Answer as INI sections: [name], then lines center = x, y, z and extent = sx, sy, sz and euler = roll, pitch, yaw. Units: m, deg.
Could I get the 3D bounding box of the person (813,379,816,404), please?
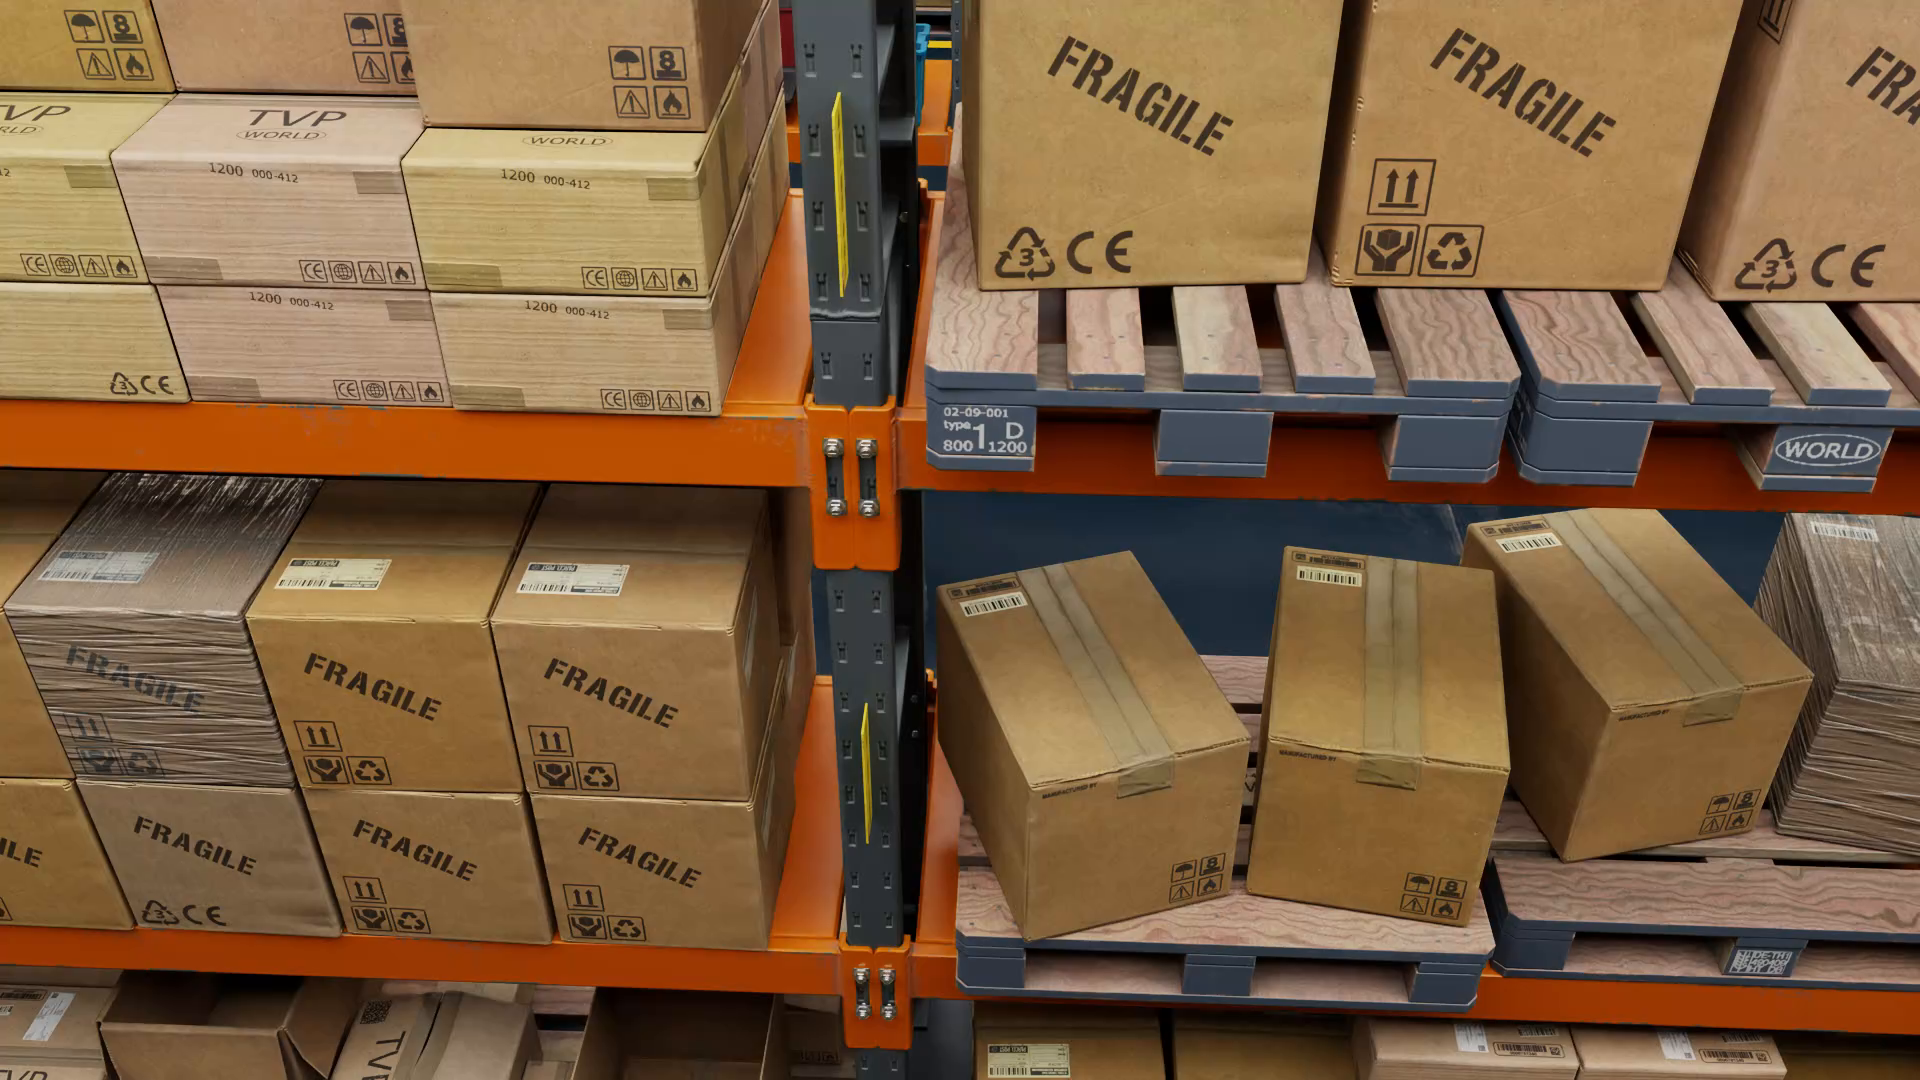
[person]
center = -0.478, -0.660, 7.030
extent = 0.464, 1.596, 0.464
euler = -10, 37, -13
